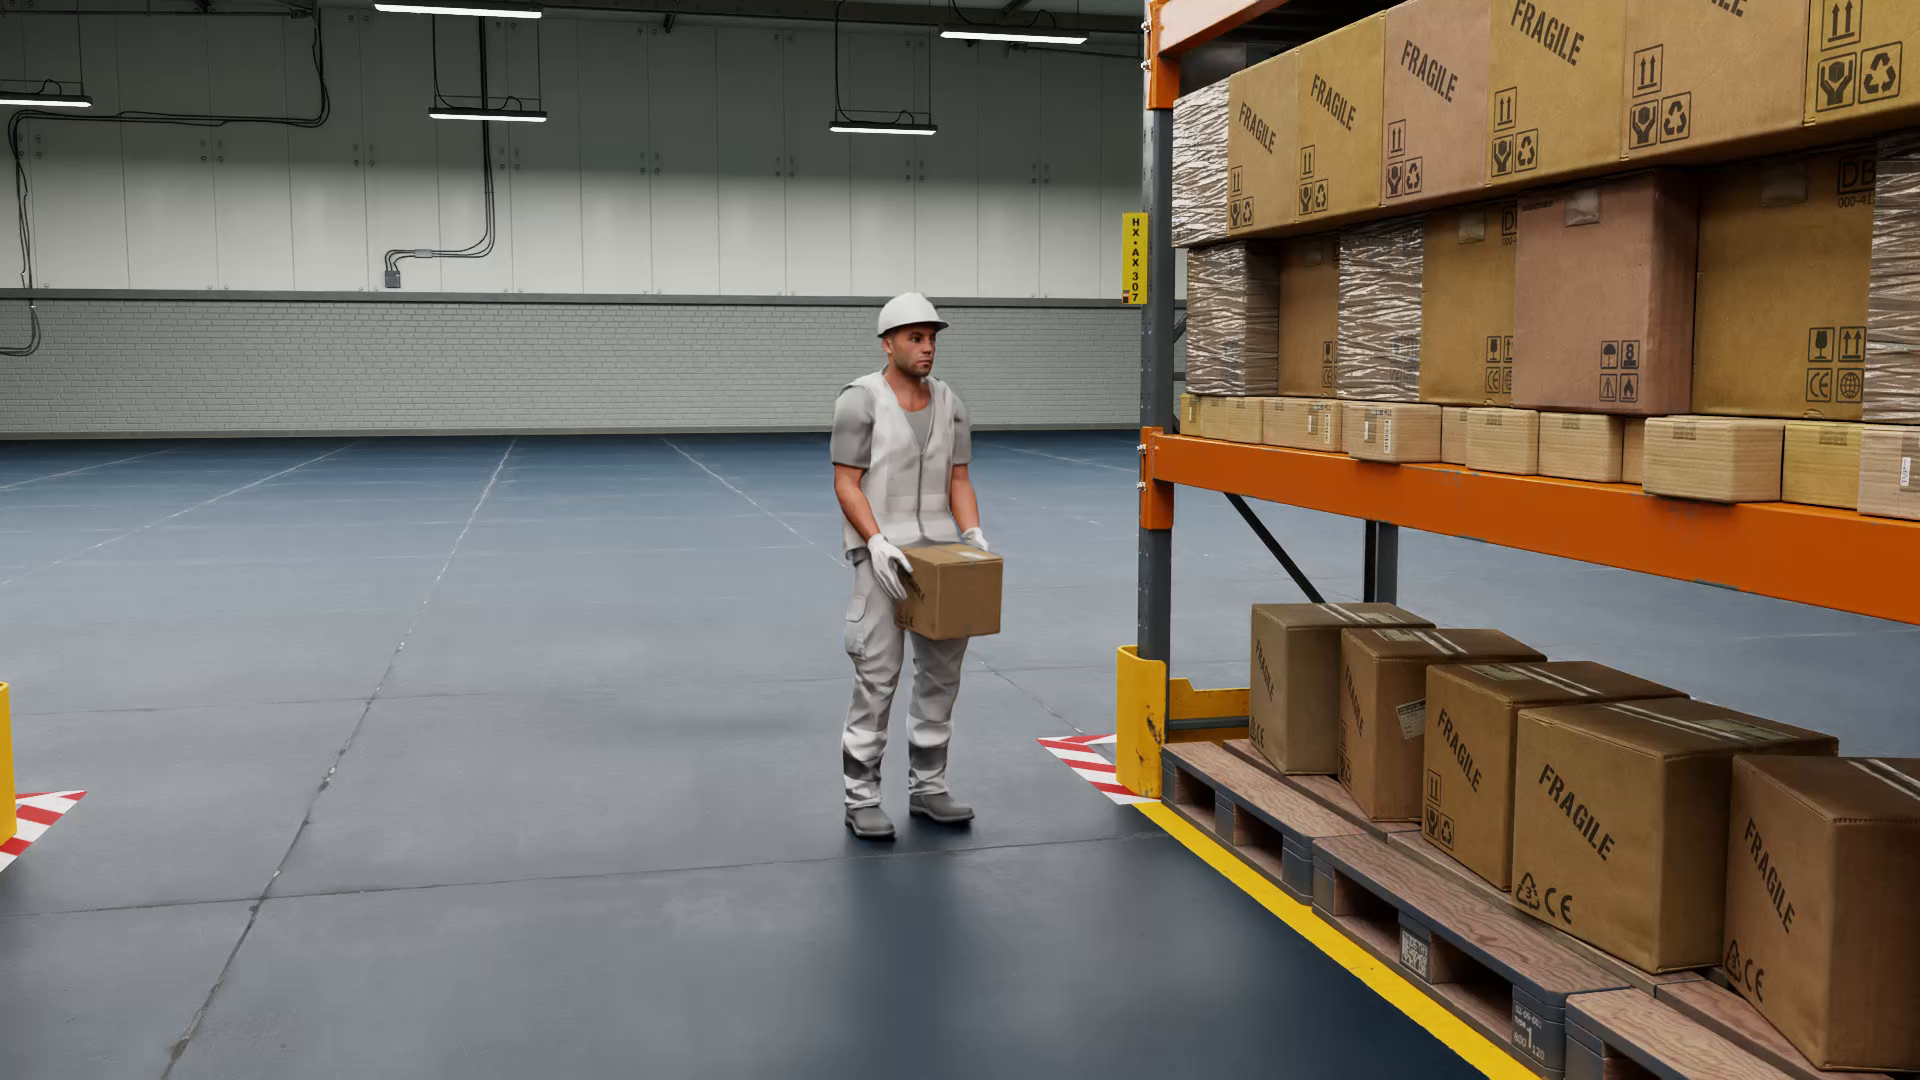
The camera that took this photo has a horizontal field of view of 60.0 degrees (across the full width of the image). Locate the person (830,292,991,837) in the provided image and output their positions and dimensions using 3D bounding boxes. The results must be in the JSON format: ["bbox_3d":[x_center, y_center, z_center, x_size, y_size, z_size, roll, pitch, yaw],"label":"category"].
[{"bbox_3d":[-0.160,0.074,5.569,0.534,1.792,0.462,-4,7,-34],"label":"person"}]
